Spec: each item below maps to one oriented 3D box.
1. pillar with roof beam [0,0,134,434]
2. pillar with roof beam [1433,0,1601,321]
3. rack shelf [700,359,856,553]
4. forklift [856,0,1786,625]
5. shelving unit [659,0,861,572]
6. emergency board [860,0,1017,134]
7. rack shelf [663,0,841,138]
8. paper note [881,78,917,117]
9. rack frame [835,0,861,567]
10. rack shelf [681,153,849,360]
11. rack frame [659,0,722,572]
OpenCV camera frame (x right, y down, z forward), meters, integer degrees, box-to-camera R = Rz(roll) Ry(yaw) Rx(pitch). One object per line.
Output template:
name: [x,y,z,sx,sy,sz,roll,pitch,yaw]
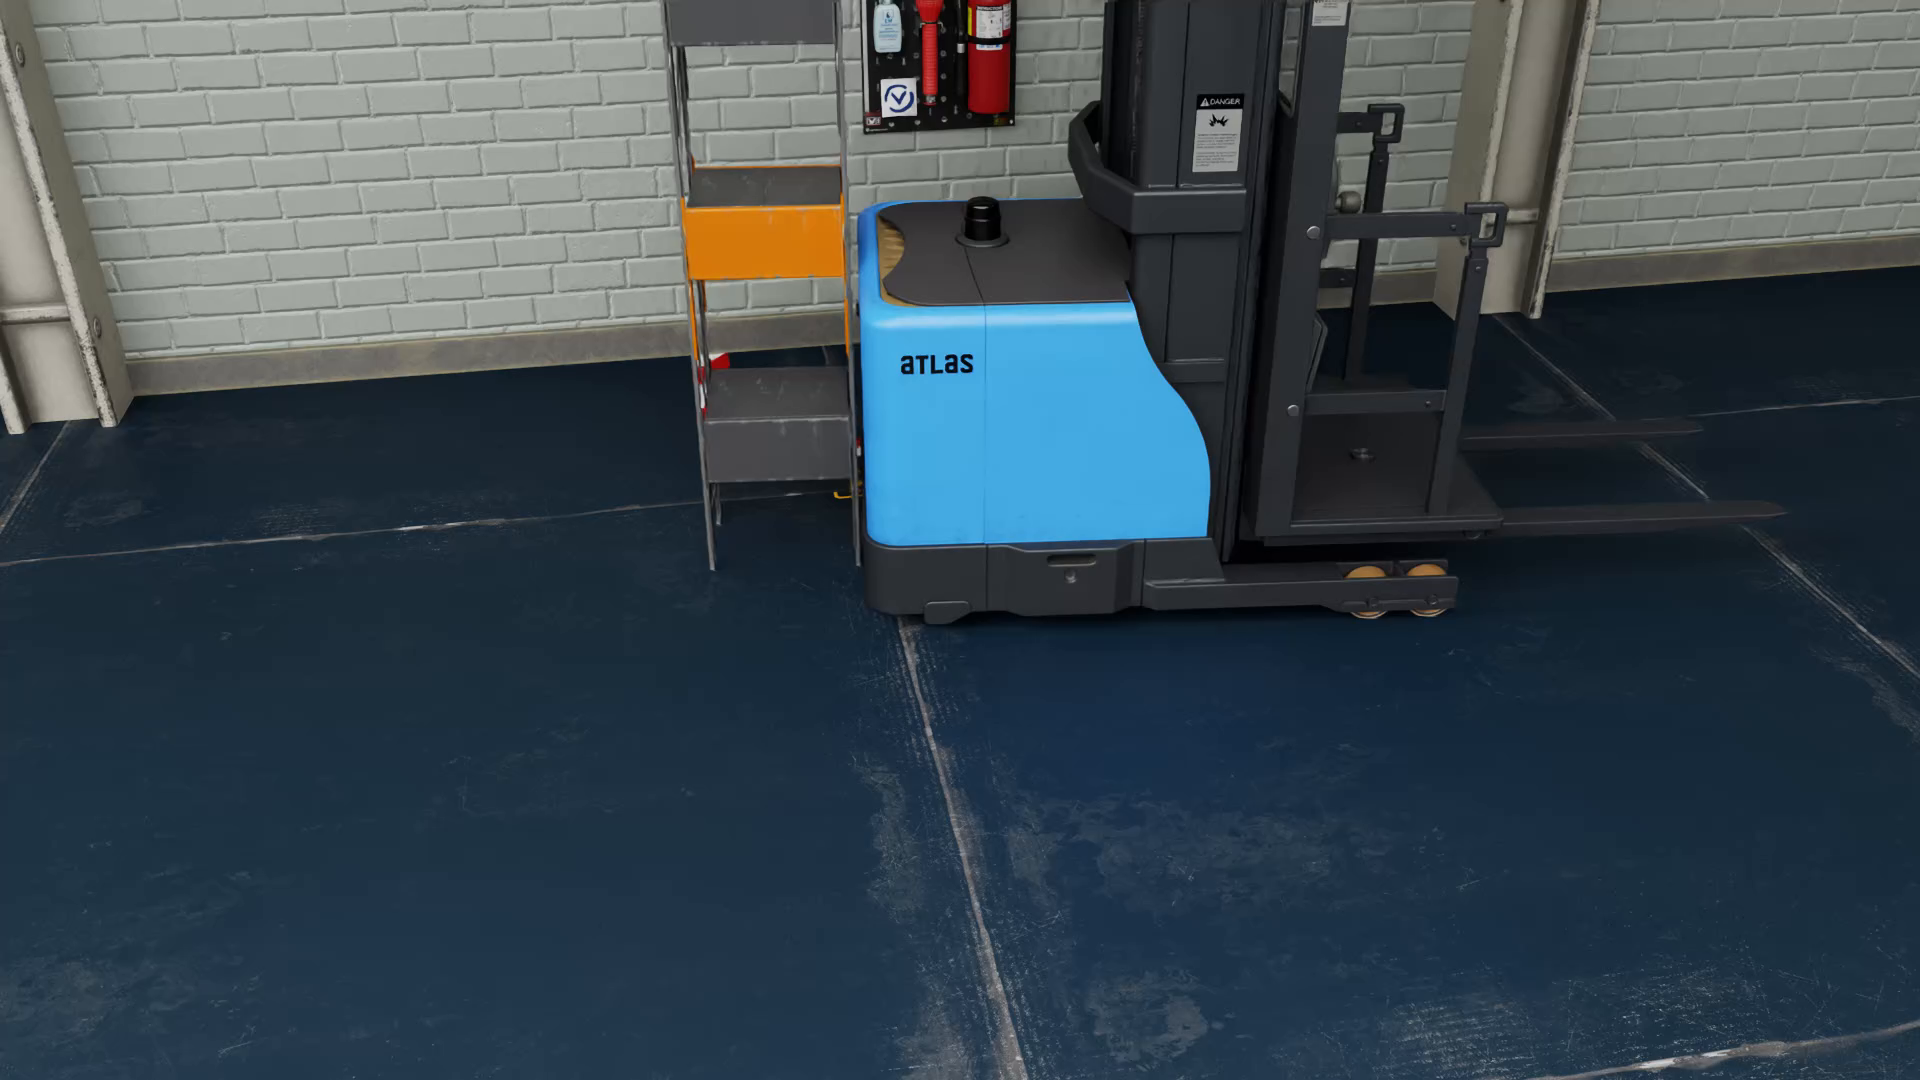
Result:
pillar with roof beam: [-2.747,-2.238,0.678,0.400,9.000,9.100,-5,31,-9]
pillar with roof beam: [3.155,-2.786,1.609,0.400,9.000,9.100,-5,31,-9]
rack shelf: [-0.598,-0.292,5.584,0.480,0.518,0.431,-2,31,-3]
forklift: [1.184,-1.278,5.032,3.031,2.935,1.130,-2,31,-3]
shelving unit: [-0.598,-0.907,5.222,0.503,2.100,0.431,-2,31,-3]
emergency board: [-0.058,-2.139,6.429,0.643,1.169,0.194,-5,31,-9]
rack shelf: [-0.598,-1.499,4.874,0.480,0.518,0.431,-2,31,-3]
paper note: [-0.245,-1.778,6.683,0.142,0.148,0.016,-5,31,-9]
rack frame: [-0.354,-0.915,5.235,0.015,2.100,0.400,-2,31,-3]
rack shelf: [-0.598,-0.896,5.229,0.480,0.518,0.431,-2,31,-3]
rack frame: [-0.841,-0.900,5.208,0.015,2.100,0.400,-2,31,-3]
